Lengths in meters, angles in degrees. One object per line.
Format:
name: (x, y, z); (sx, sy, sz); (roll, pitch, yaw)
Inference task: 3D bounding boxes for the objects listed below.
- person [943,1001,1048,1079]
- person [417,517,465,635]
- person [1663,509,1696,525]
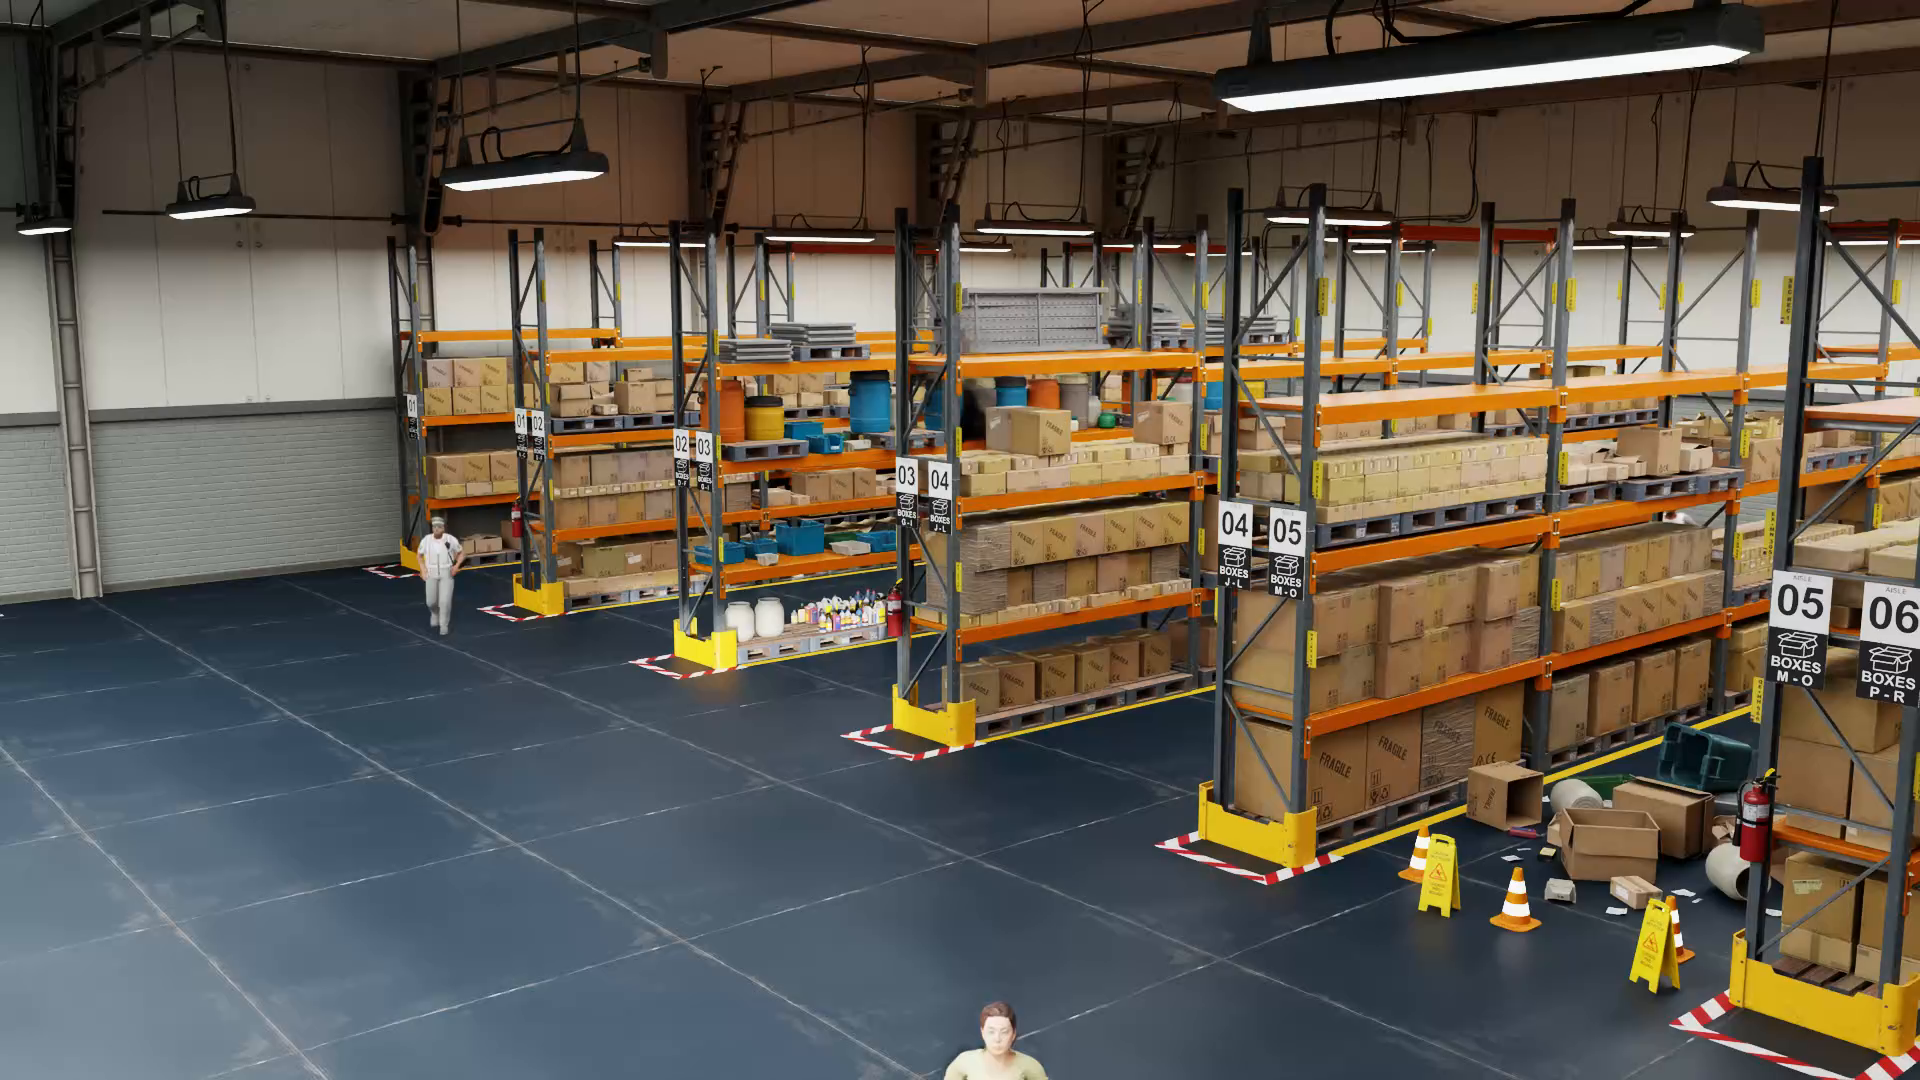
person: (0.186, 3.093, 8.287); (0.588, 1.643, 0.896); (1, 9, 4)
person: (-7.738, 0.506, 24.829); (0.683, 1.760, 0.598); (-2, 9, -12)
person: (11.306, 0.217, 26.536); (0.789, 1.840, 0.660); (-8, 12, -42)
